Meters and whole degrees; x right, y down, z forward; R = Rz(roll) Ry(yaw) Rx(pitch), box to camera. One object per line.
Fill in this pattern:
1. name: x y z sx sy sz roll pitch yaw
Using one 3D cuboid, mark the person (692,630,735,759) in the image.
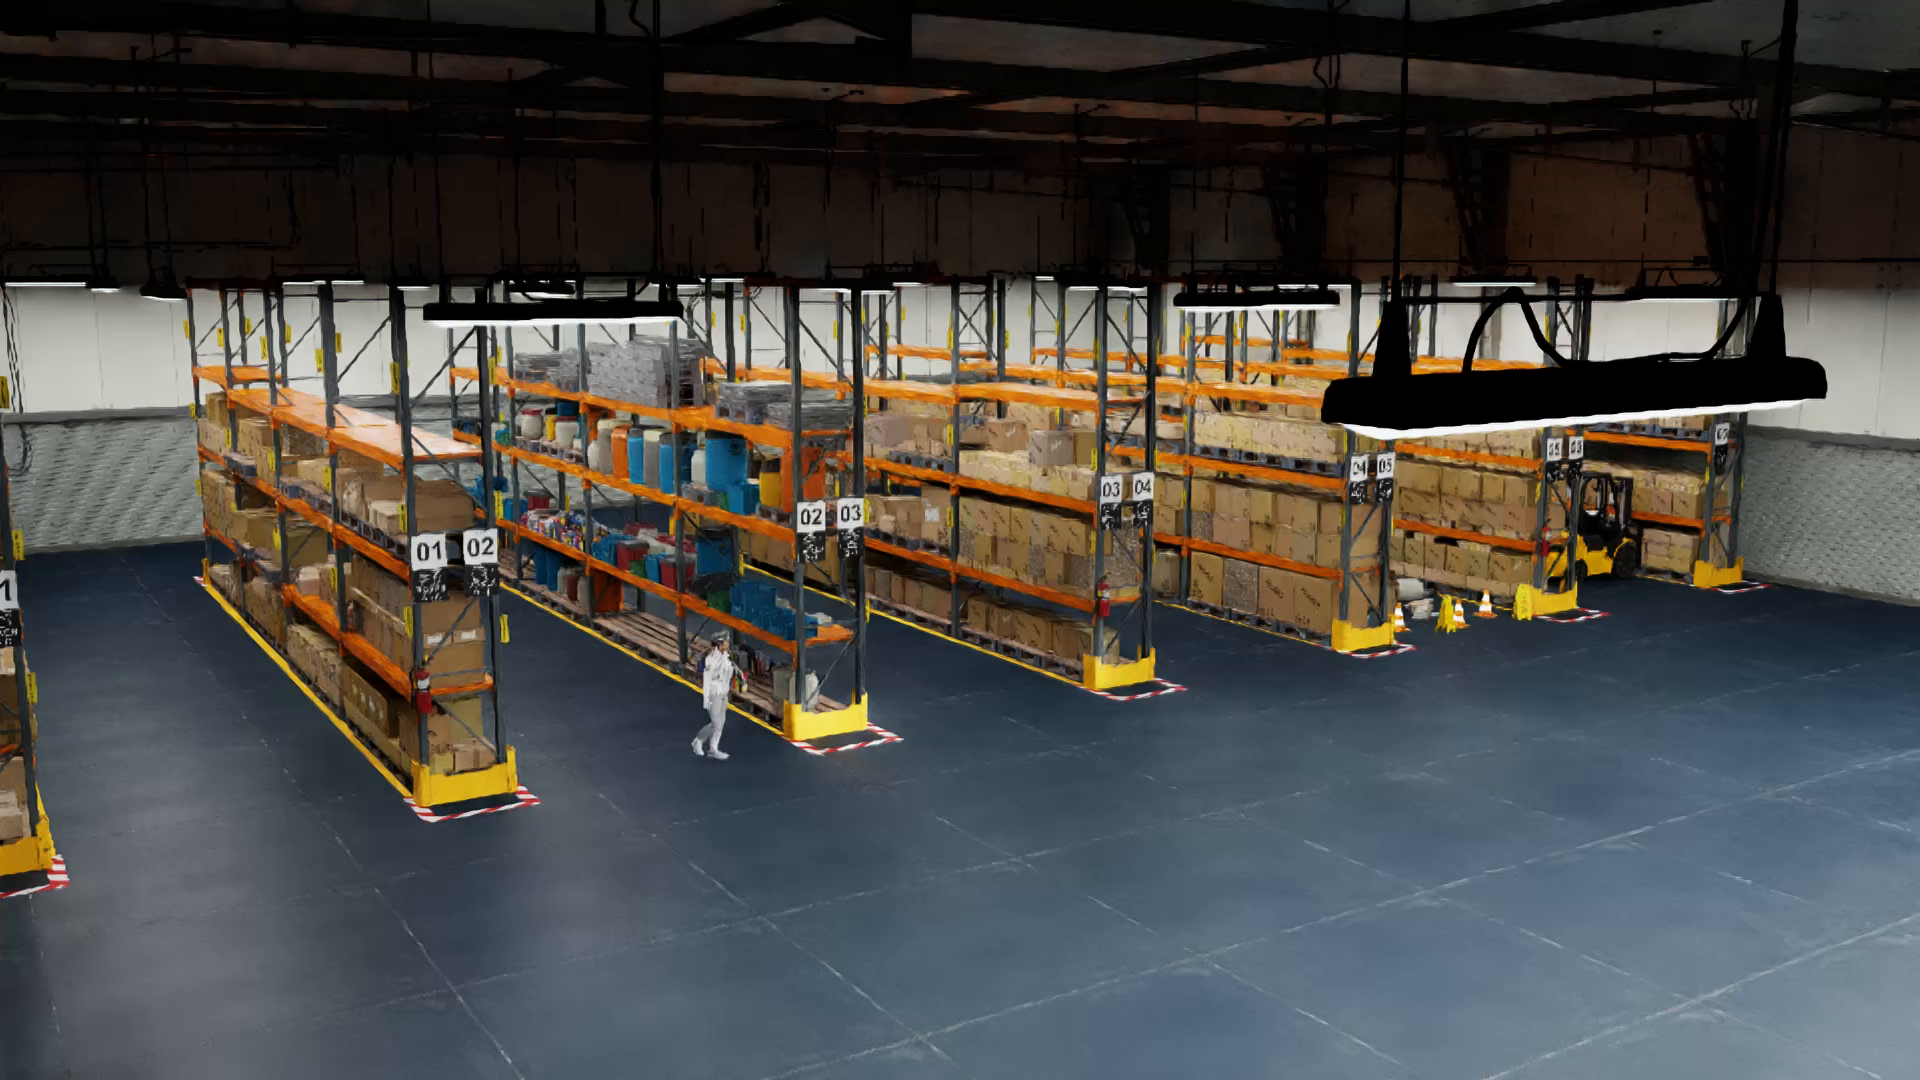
1. person: -3.172 1.973 21.289 0.519 1.670 0.530 4 10 20
